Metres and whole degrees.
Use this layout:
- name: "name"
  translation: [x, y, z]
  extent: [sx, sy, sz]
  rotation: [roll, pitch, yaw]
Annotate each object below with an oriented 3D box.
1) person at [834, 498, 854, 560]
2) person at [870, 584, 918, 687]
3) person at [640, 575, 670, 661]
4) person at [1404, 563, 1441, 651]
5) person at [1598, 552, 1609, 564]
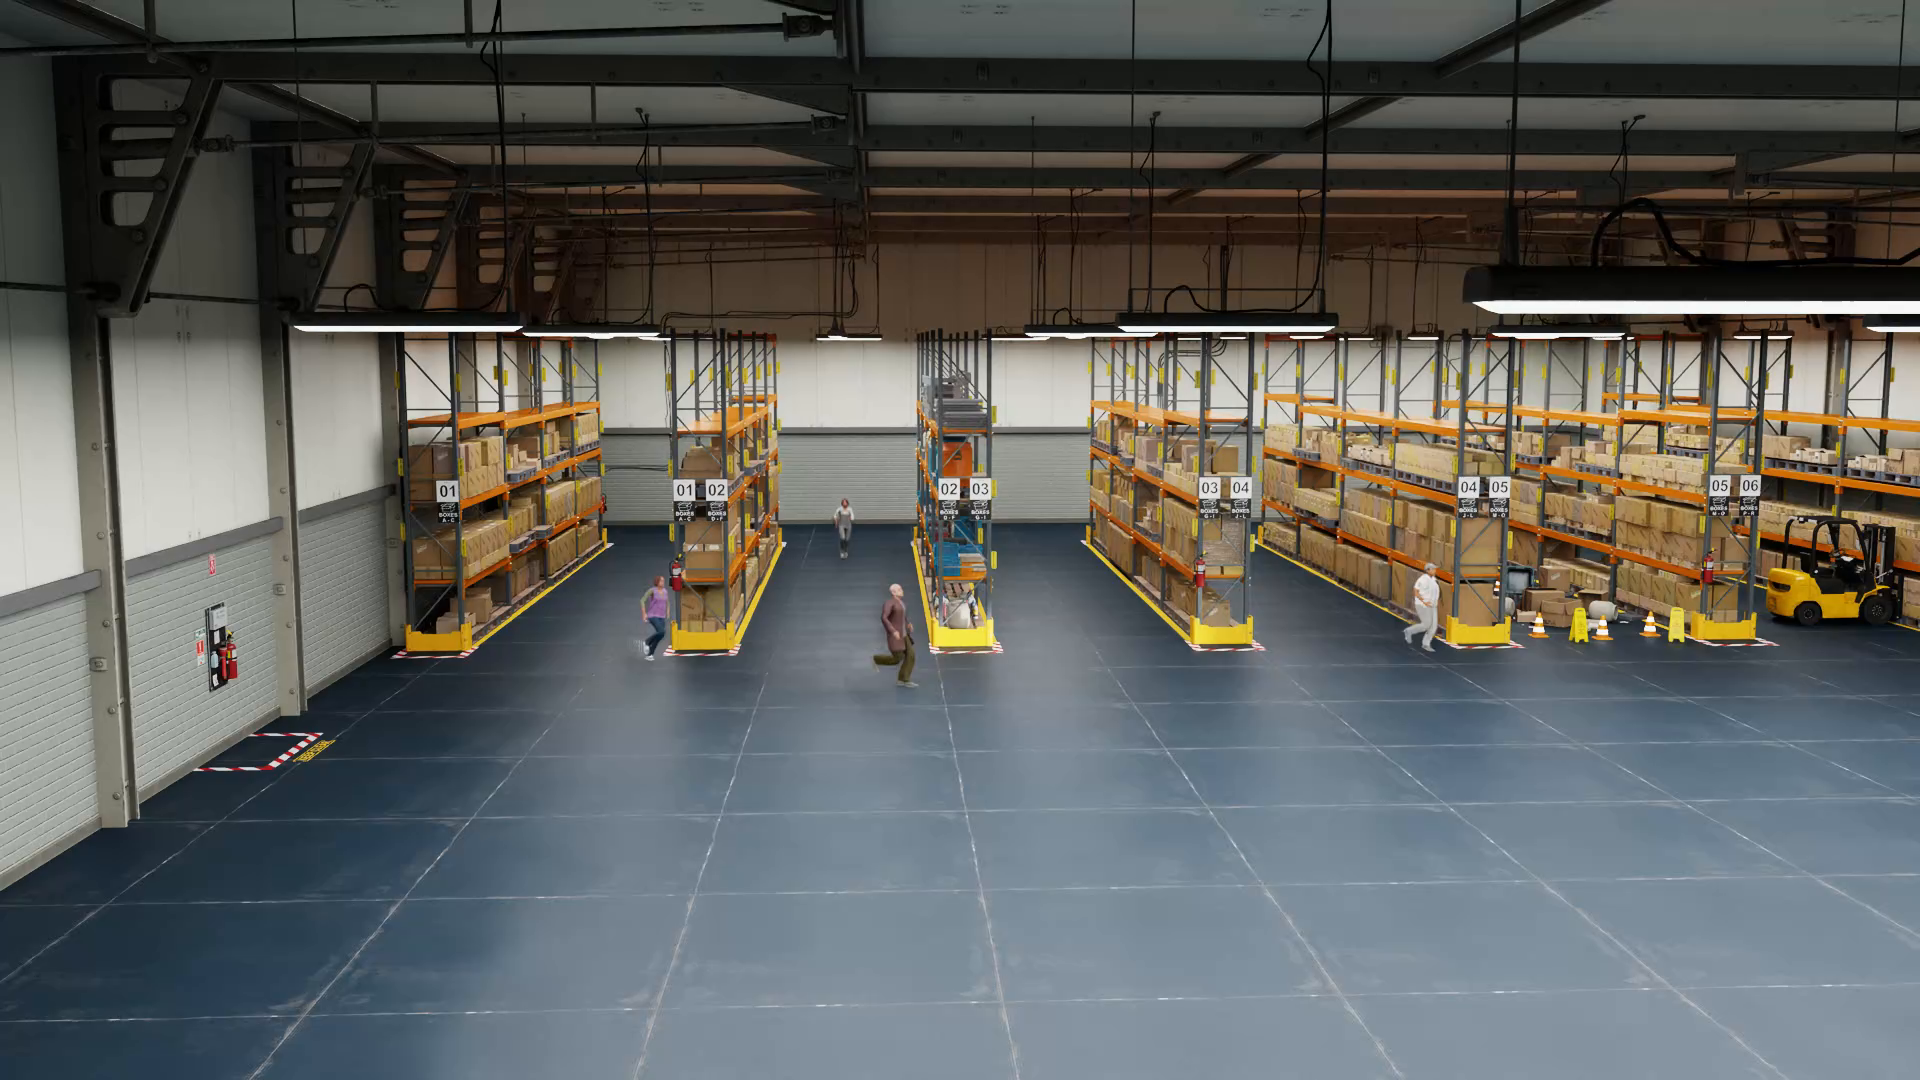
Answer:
- name: "person"
  translation: [-3.079, -0.296, 44.368]
  extent: [0.503, 1.630, 0.694]
  rotation: [-2, 7, -14]
- name: "person"
  translation: [-1.096, 1.597, 27.890]
  extent: [0.817, 1.739, 0.717]
  rotation: [3, 7, 25]
- name: "person"
  translation: [-5.459, 1.414, 30.185]
  extent: [0.485, 1.527, 0.563]
  rotation: [6, 9, 42]
- name: "person"
  translation: [8.774, 1.253, 31.356]
  extent: [0.644, 1.656, 0.629]
  rotation: [-6, 9, -43]
- name: "person"
  translation: [16.841, -0.236, 43.325]
  extent: [0.686, 1.722, 0.589]
  rotation: [-1, 7, -9]
